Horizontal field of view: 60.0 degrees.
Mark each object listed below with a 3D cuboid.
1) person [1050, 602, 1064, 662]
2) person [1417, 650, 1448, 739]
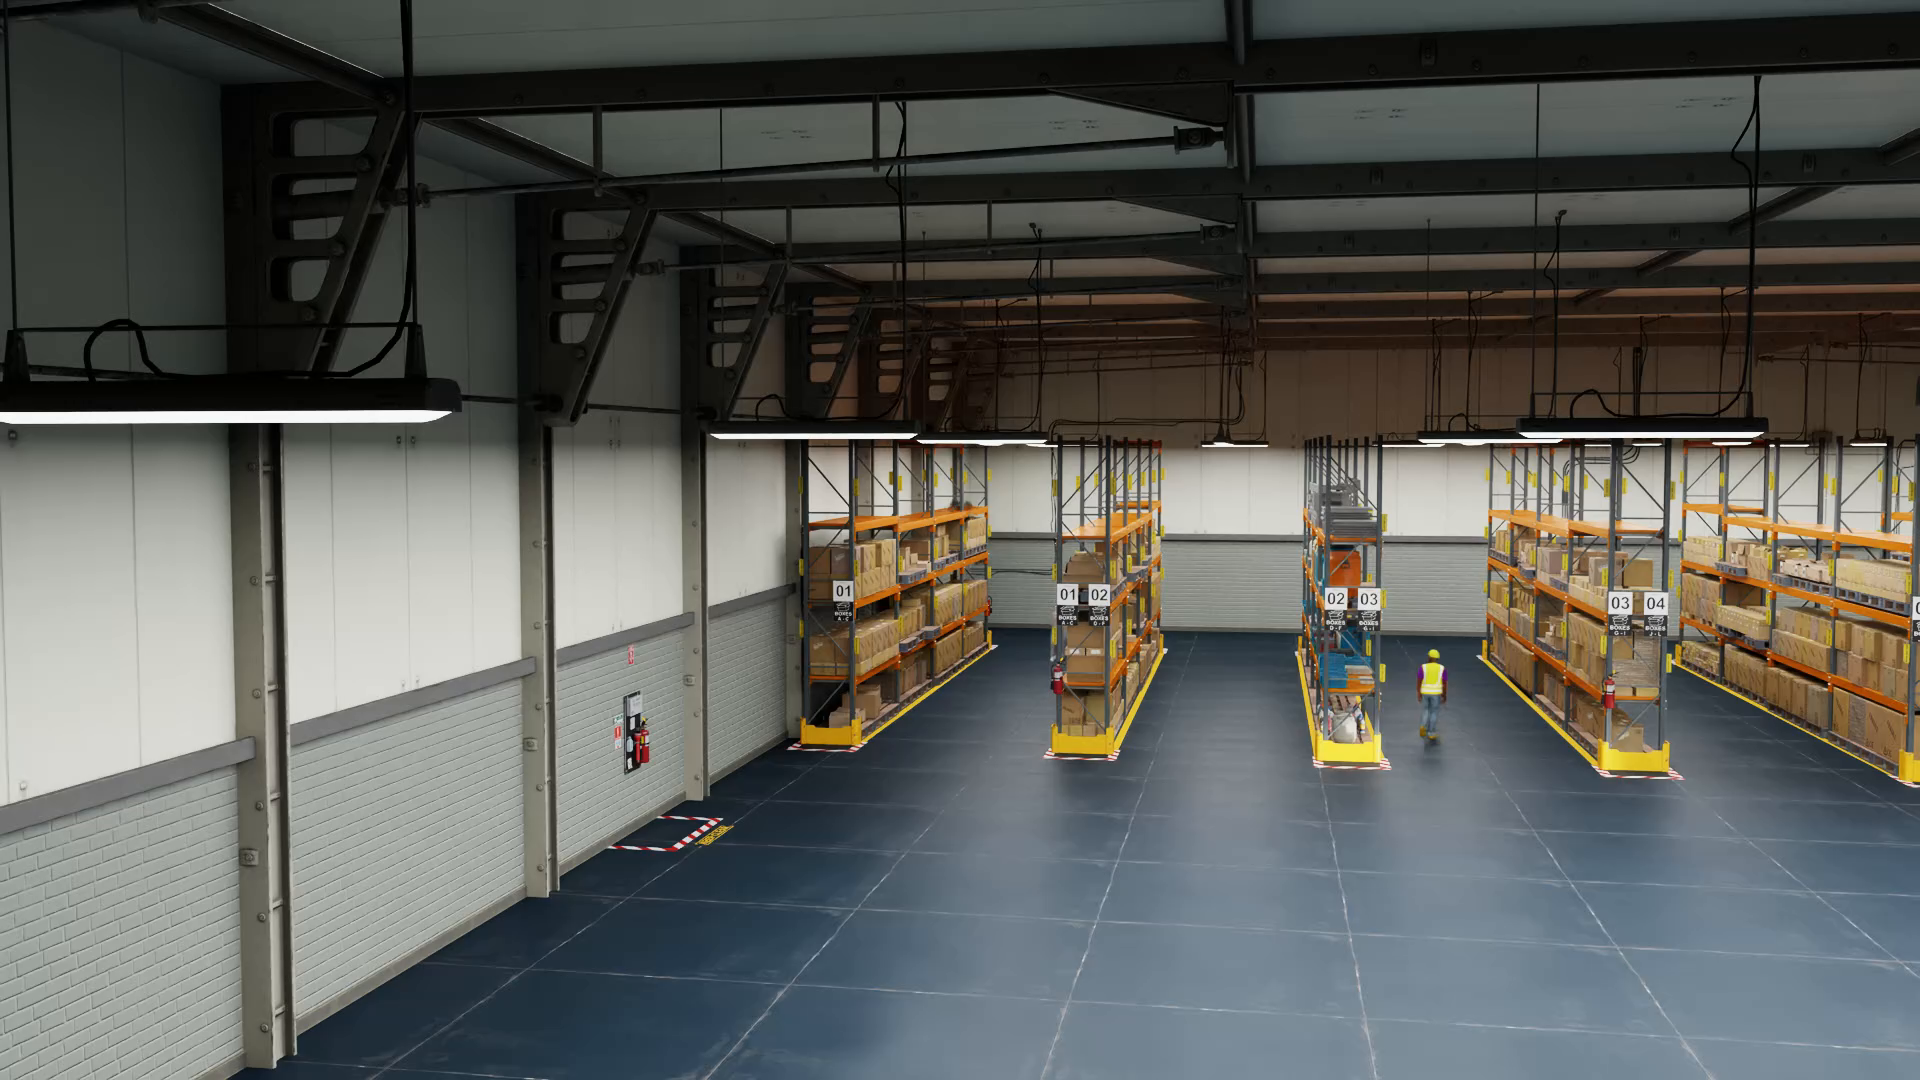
[{"bbox_3d":[2.719,2.445,45.410,0.473,1.695,0.833,1,3,14],"label":"person"},{"bbox_3d":[9.363,3.046,32.874,0.527,1.765,0.475,3,4,43],"label":"person"}]
